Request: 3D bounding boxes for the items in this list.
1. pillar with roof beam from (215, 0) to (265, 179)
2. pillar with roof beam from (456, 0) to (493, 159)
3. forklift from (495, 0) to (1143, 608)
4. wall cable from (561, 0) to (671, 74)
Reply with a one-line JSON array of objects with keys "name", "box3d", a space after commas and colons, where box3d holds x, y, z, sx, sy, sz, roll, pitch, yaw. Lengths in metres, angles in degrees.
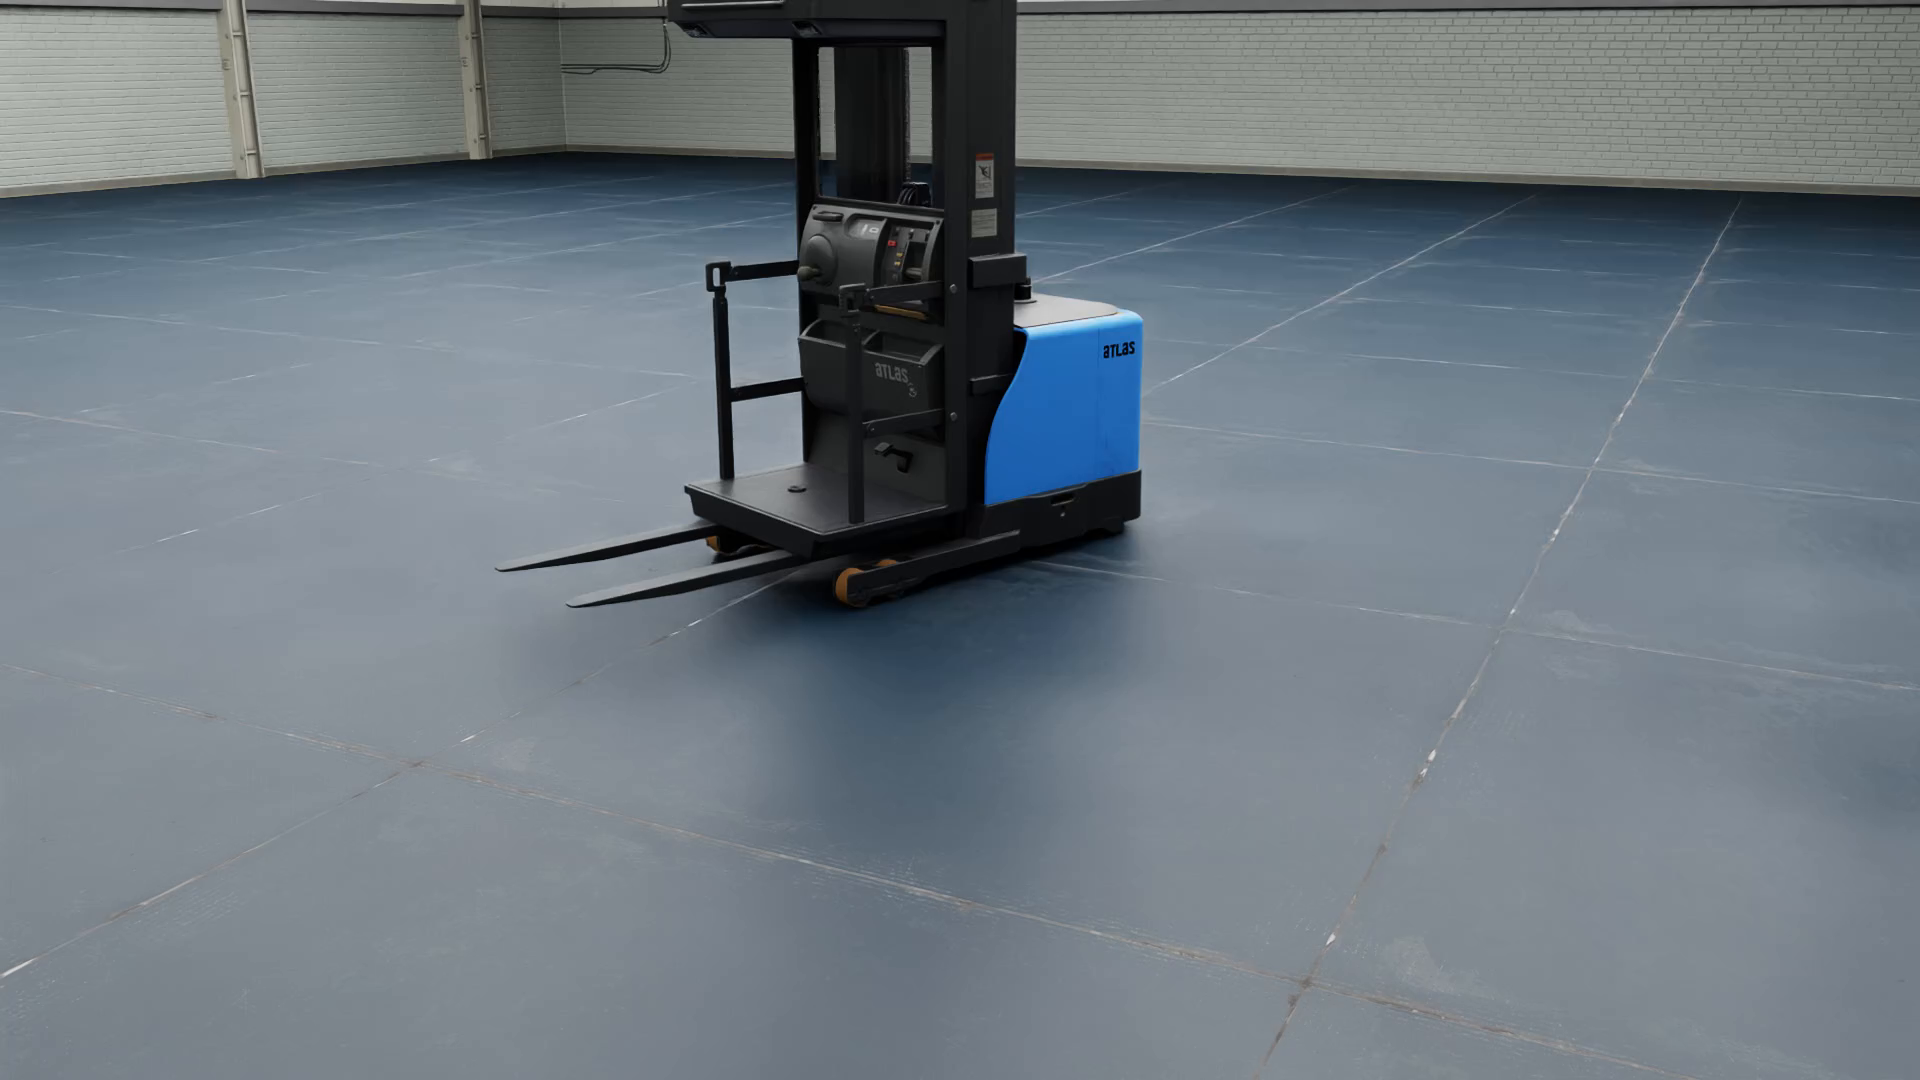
[{"name": "pillar with roof beam", "box3d": [-8.979, -10.315, 26.950, 9.100, 9.000, 0.400, 8, 18, 25]}, {"name": "pillar with roof beam", "box3d": [-6.298, -11.844, 32.095, 9.100, 9.000, 0.400, 8, 18, 25]}, {"name": "forklift", "box3d": [-0.558, -1.288, 7.213, 3.031, 2.935, 1.130, -14, 21, -39]}, {"name": "wall cable", "box3d": [-7.650, -11.485, 36.341, 3.097, 2.526, 0.112, 8, 18, 25]}]
